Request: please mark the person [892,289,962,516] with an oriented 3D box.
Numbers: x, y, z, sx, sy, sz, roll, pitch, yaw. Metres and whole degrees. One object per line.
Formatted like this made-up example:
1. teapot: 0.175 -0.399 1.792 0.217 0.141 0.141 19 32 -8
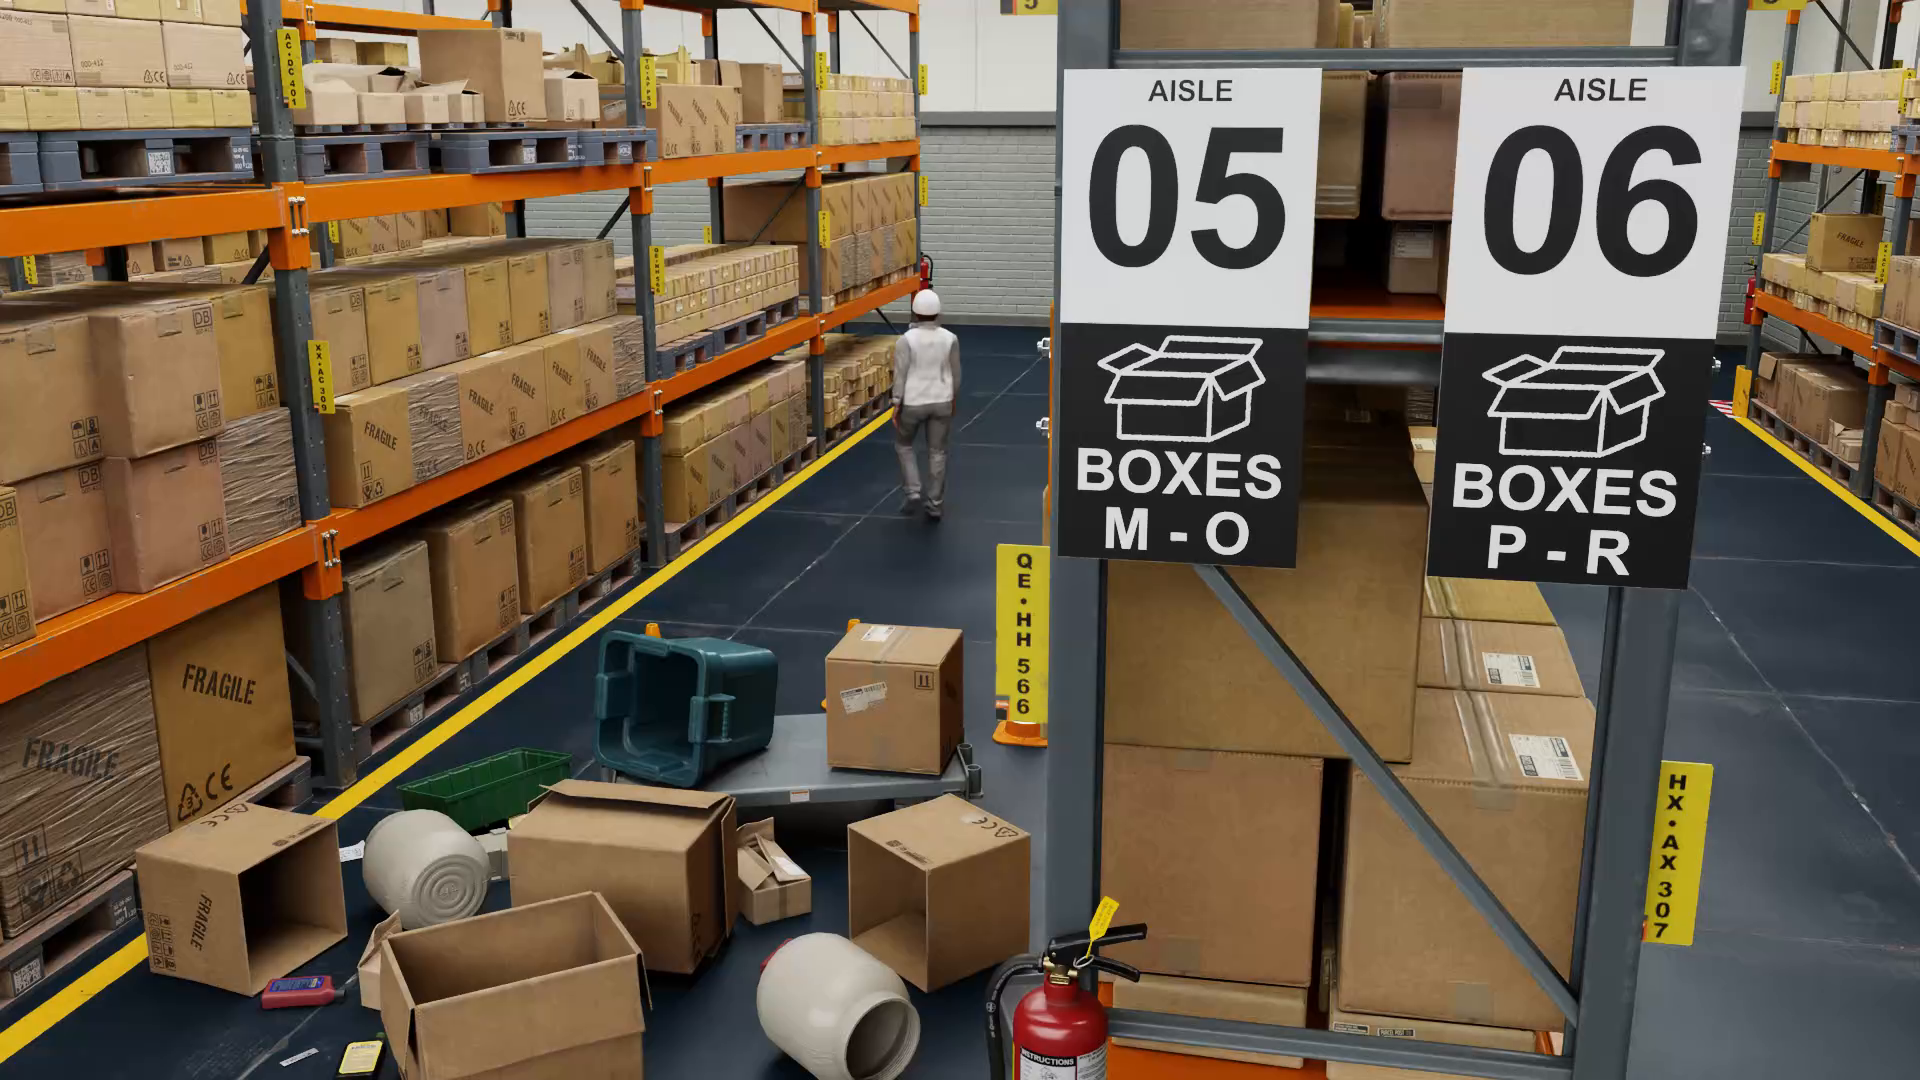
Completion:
1. person: -0.273 -1.056 13.039 0.577 1.821 0.542 -3 15 -12
